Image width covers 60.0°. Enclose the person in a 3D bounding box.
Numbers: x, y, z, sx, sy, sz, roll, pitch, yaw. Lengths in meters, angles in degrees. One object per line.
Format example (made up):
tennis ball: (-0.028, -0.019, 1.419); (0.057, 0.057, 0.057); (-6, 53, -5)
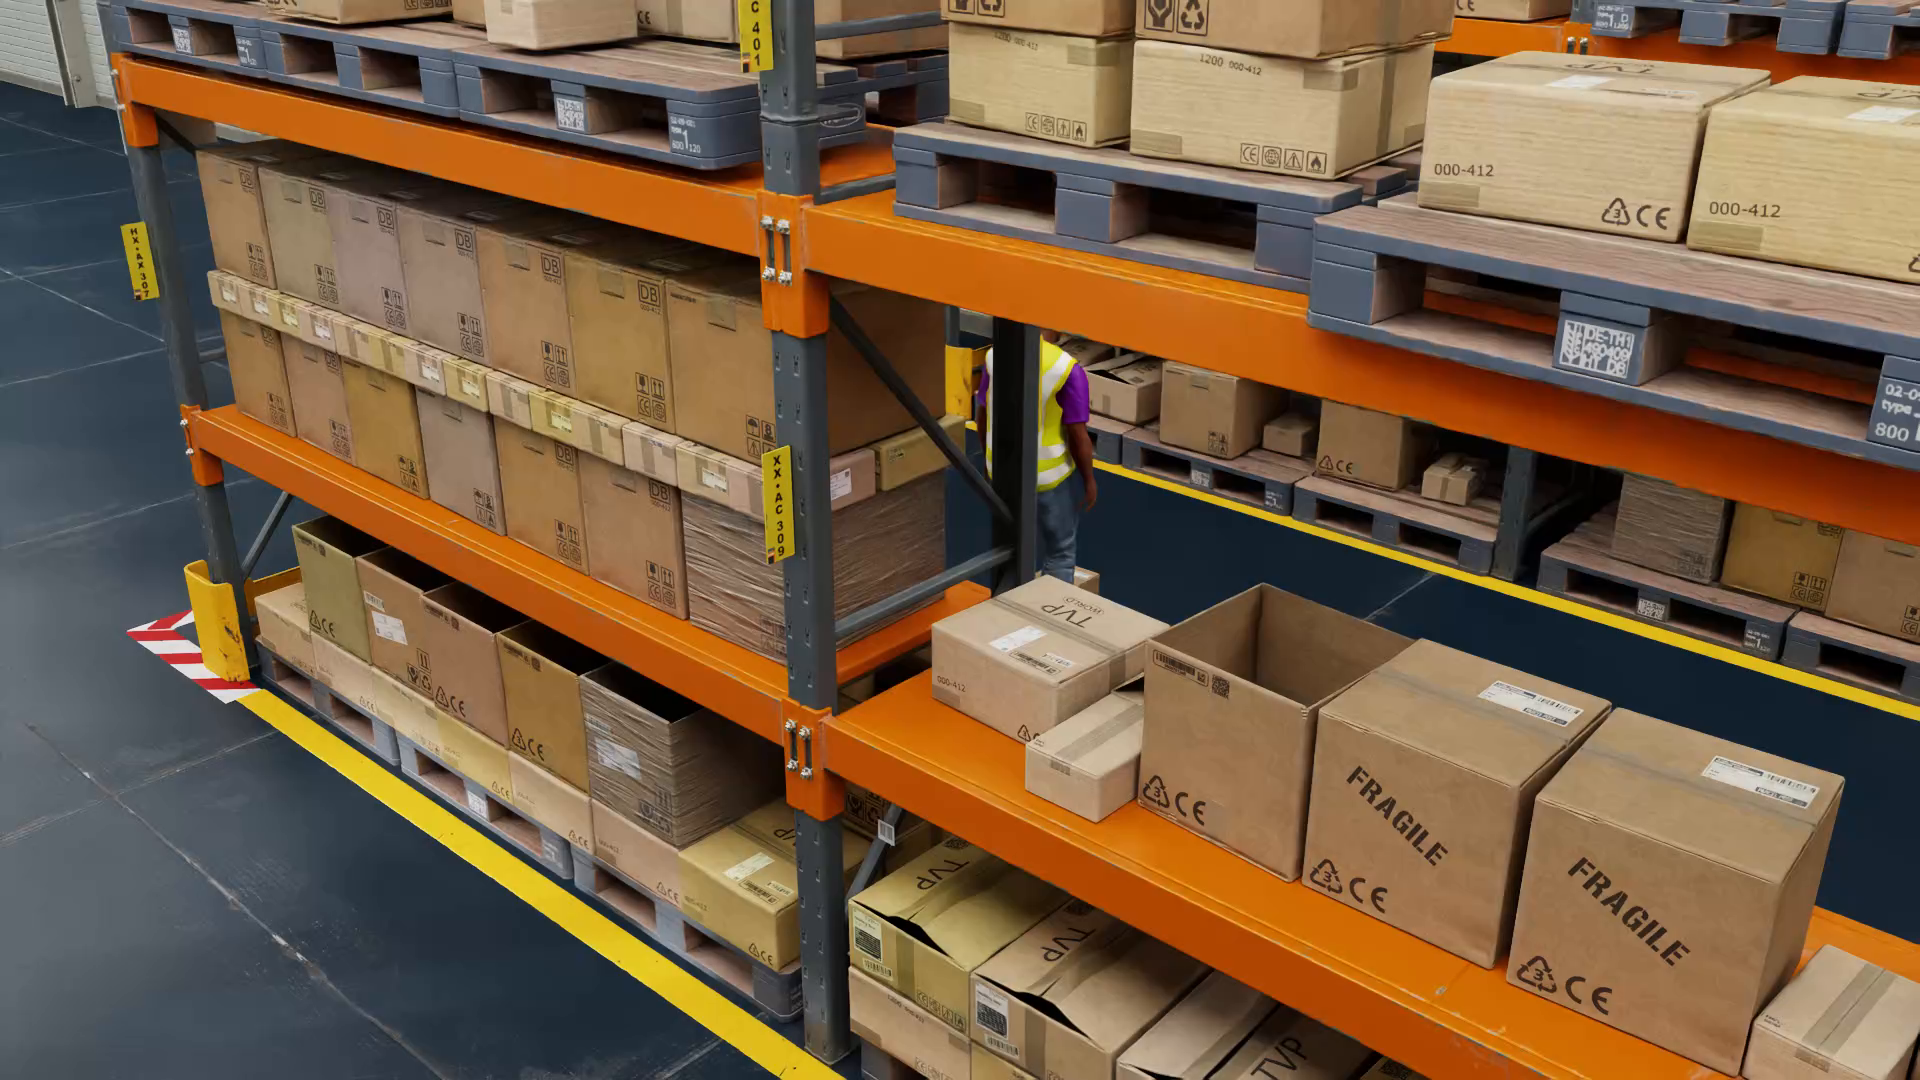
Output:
person: (0.369, -0.333, 7.837); (0.633, 1.759, 0.462); (18, 29, 35)
